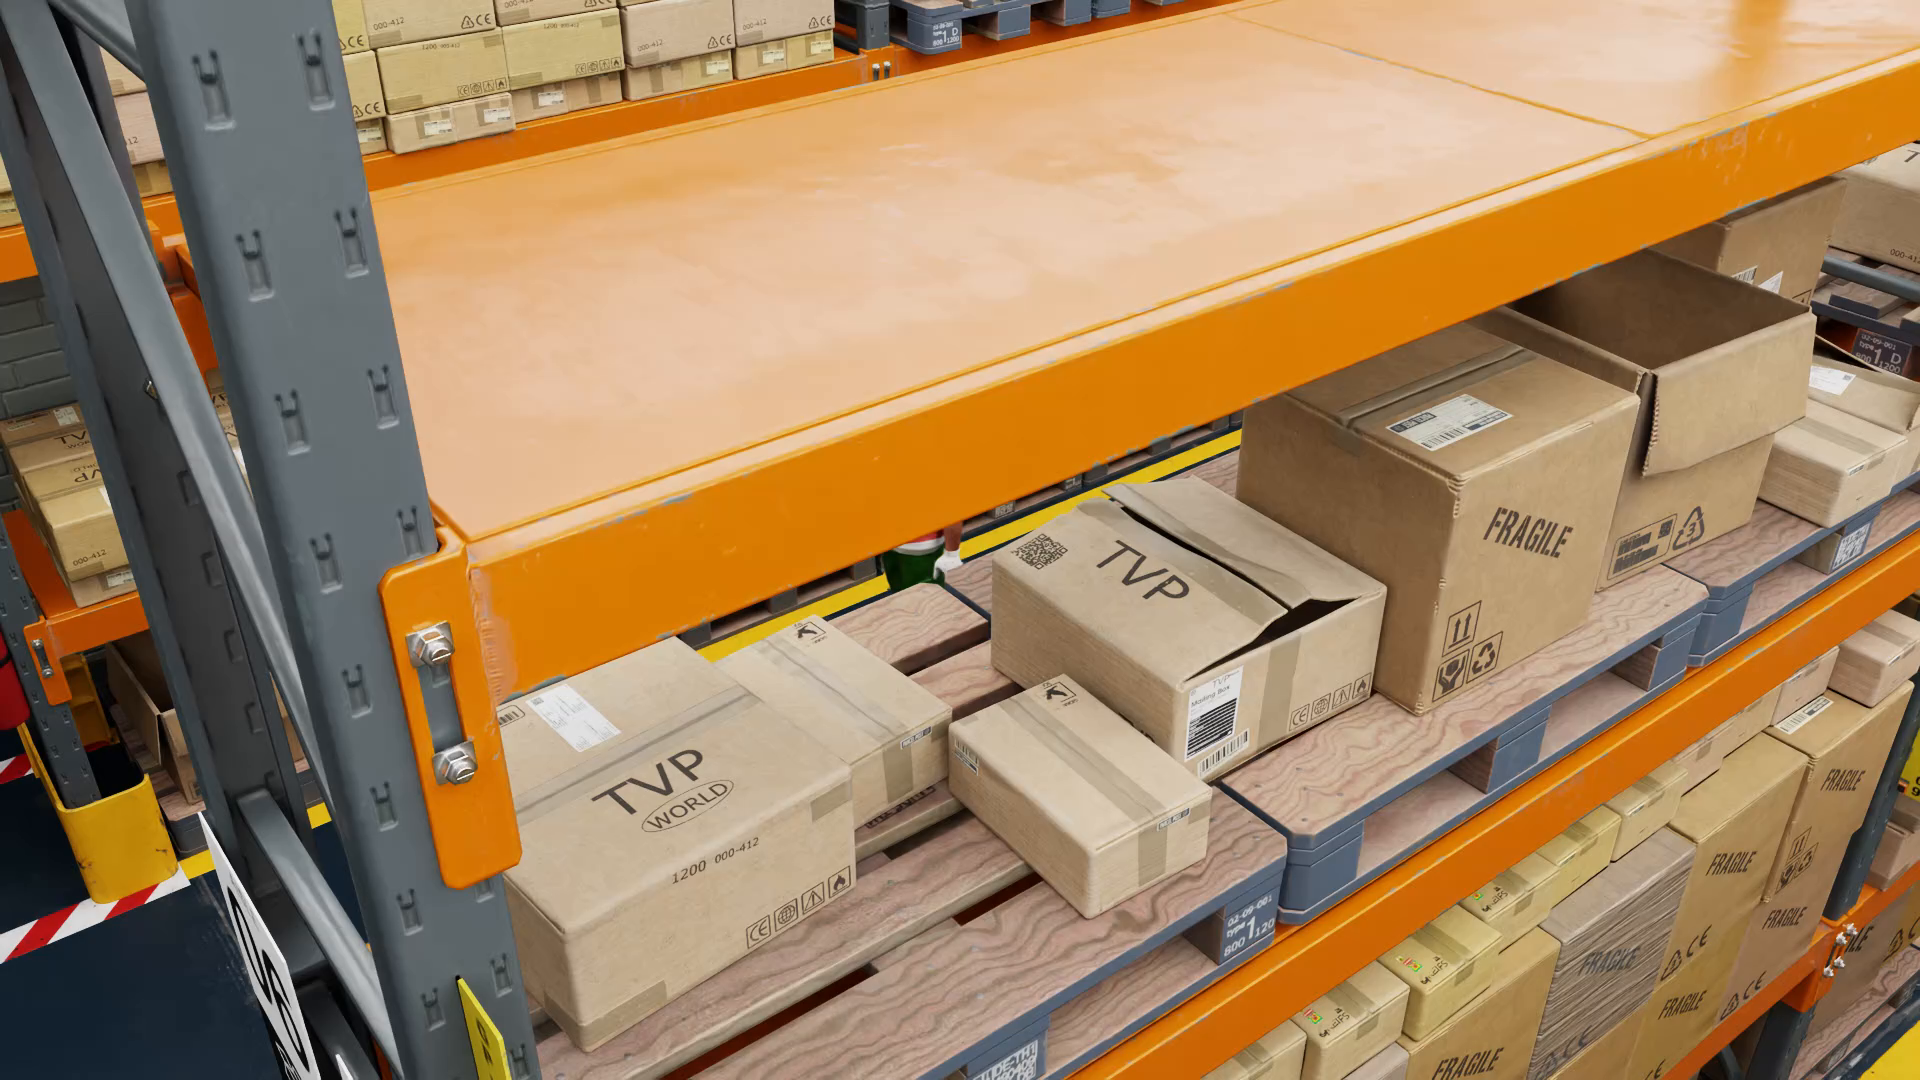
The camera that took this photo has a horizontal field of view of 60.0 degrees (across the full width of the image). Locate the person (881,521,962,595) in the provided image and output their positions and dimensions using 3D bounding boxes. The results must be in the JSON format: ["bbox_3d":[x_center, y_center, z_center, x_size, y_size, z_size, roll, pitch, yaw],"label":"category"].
[{"bbox_3d":[-0.212,-0.014,7.594,0.392,1.789,0.563,-17,36,-26],"label":"person"}]
